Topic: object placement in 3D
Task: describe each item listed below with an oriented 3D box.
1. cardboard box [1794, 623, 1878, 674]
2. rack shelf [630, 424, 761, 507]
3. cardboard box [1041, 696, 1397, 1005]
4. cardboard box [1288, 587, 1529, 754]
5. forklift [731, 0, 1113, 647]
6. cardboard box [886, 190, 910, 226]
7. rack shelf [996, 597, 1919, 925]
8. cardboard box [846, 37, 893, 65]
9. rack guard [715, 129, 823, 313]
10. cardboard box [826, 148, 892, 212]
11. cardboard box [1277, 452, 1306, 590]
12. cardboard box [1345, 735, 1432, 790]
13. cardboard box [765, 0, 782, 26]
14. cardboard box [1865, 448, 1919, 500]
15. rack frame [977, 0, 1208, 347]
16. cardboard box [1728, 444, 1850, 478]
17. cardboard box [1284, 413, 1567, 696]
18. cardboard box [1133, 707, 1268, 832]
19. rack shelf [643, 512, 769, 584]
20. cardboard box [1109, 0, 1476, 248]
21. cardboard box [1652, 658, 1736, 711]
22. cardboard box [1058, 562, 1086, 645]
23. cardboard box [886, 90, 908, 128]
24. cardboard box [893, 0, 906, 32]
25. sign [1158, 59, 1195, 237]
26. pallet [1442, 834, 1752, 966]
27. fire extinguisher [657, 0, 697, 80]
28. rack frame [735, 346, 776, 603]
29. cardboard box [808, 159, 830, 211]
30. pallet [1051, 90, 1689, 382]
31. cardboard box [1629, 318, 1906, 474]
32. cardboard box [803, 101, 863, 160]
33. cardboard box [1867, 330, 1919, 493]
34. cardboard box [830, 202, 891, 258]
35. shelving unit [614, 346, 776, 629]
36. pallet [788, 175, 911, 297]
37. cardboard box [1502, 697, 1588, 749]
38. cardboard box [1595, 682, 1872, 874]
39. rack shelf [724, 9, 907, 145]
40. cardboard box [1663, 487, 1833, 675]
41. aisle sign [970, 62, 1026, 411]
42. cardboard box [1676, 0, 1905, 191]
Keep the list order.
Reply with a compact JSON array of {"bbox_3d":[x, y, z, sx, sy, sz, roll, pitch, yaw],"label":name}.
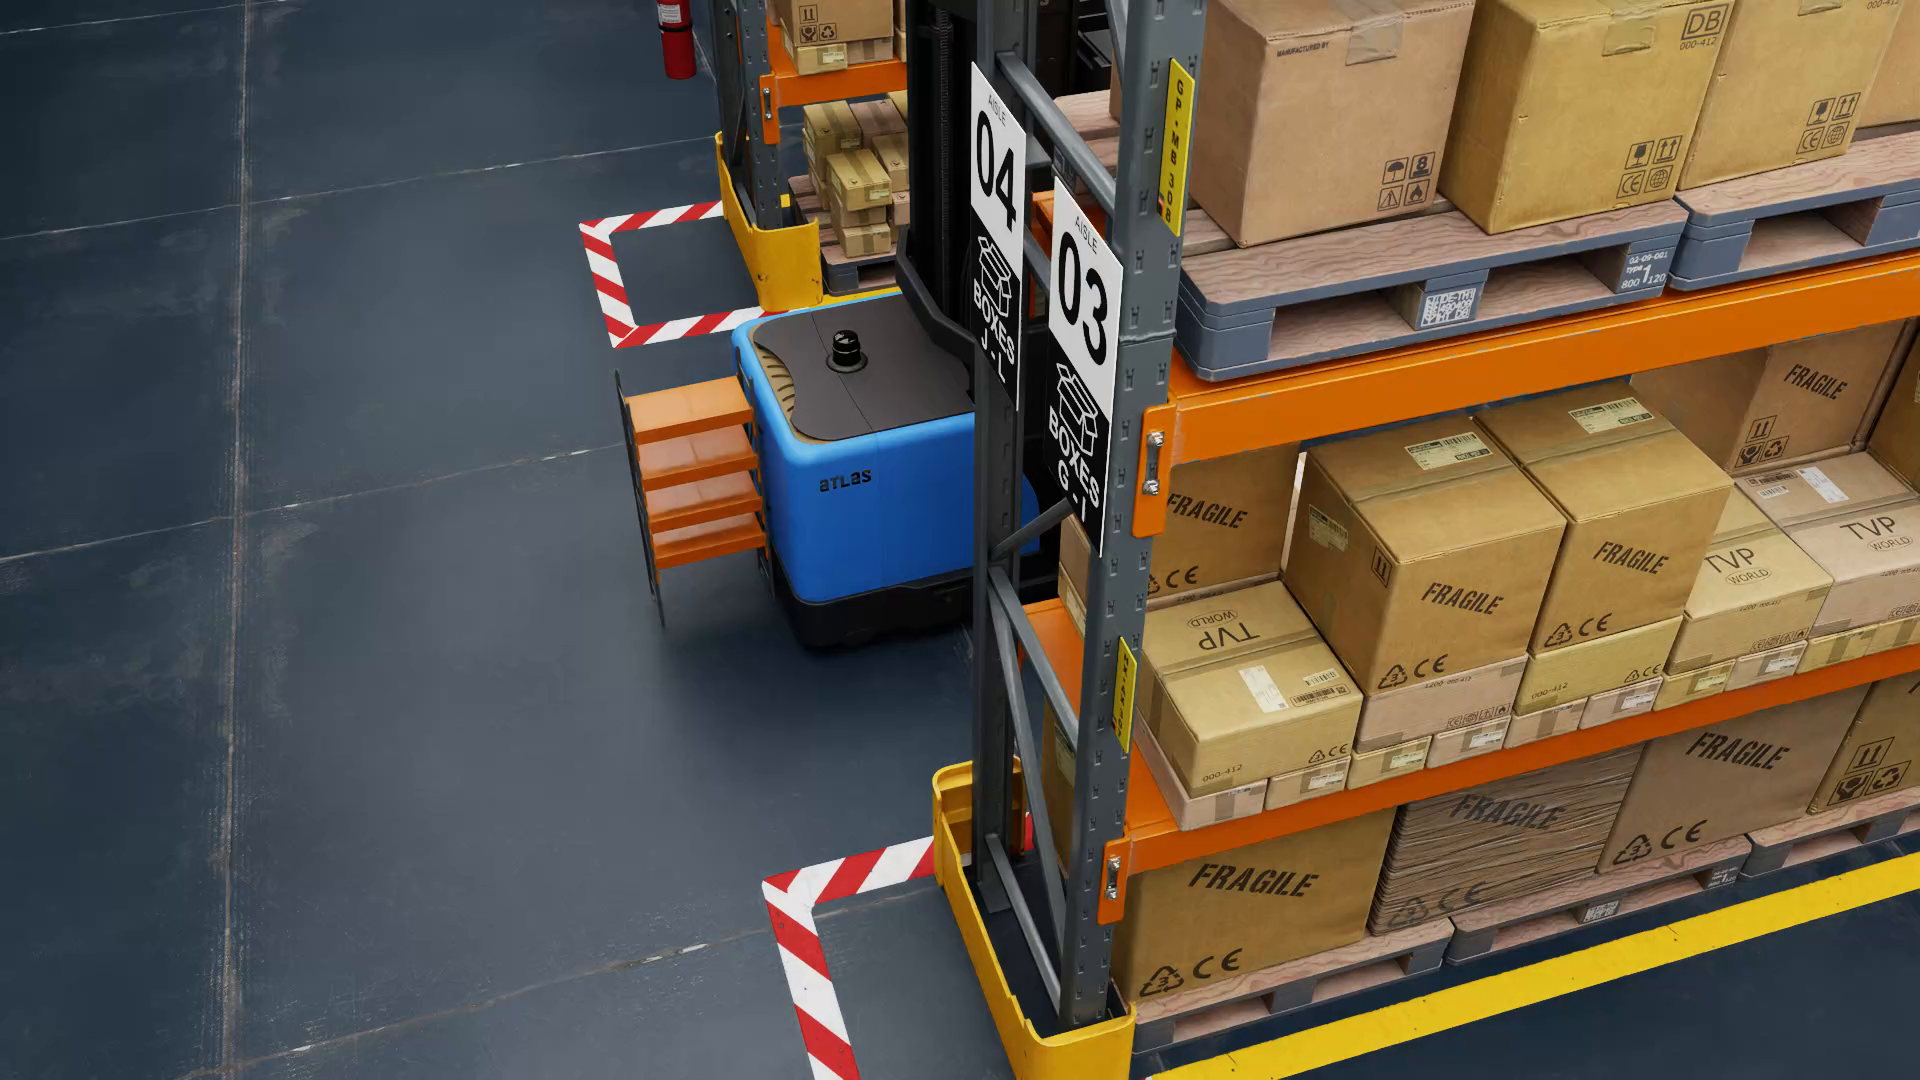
[{"bbox_3d":[2.646,0.221,5.258,0.250,0.149,0.380,-12,43,-14],"label":"cardboard box"},{"bbox_3d":[-1.085,-0.317,6.813,0.480,0.148,0.258,-13,43,-15],"label":"rack shelf"},{"bbox_3d":[0.835,0.862,5.629,0.875,0.875,0.875,-12,42,-13],"label":"cardboard box"},{"bbox_3d":[1.282,0.309,4.854,0.500,0.250,0.500,-12,43,-14],"label":"cardboard box"},{"bbox_3d":[0.593,-1.243,6.794,3.031,2.935,1.130,-13,43,-15],"label":"forklift"},{"bbox_3d":[-0.290,-1.894,9.109,0.250,0.149,0.380,-12,43,-13],"label":"cardboard box"},{"bbox_3d":[2.156,0.272,5.555,4.000,0.370,1.077,-12,42,-13],"label":"rack shelf"},{"bbox_3d":[-0.507,-2.576,8.459,0.250,0.149,0.380,-10,42,-12],"label":"cardboard box"},{"bbox_3d":[-1.072,-1.810,9.291,0.348,0.500,1.175,-12,42,-13],"label":"rack guard"},{"bbox_3d":[-0.543,-1.935,8.930,0.250,0.149,0.380,-14,43,-15],"label":"cardboard box"},{"bbox_3d":[1.115,-0.021,5.232,0.500,0.250,0.500,-12,43,-14],"label":"cardboard box"},{"bbox_3d":[1.175,0.526,4.909,0.250,0.149,0.380,-13,43,-14],"label":"cardboard box"},{"bbox_3d":[-0.919,-2.883,8.811,0.250,0.149,0.380,-12,42,-13],"label":"cardboard box"},{"bbox_3d":[3.229,-0.094,5.315,0.500,0.250,0.500,-10,42,-12],"label":"cardboard box"},{"bbox_3d":[0.249,-1.863,2.892,0.127,3.000,1.000,-12,42,-13],"label":"rack frame"},{"bbox_3d":[2.569,-0.320,5.574,0.500,0.250,0.500,-11,42,-12],"label":"cardboard box"},{"bbox_3d":[1.265,0.034,4.598,0.500,0.500,0.500,-13,43,-14],"label":"cardboard box"},{"bbox_3d":[0.687,0.628,4.792,0.250,0.149,0.380,-11,42,-13],"label":"cardboard box"},{"bbox_3d":[-1.085,0.001,7.090,0.480,0.148,0.258,-13,43,-15],"label":"rack shelf"},{"bbox_3d":[0.729,-1.103,3.831,0.500,0.500,0.700,-14,43,-16],"label":"cardboard box"},{"bbox_3d":[2.153,0.323,5.141,0.250,0.149,0.380,-13,43,-14],"label":"cardboard box"},{"bbox_3d":[0.490,0.214,5.265,0.250,0.149,0.380,-11,42,-12],"label":"cardboard box"},{"bbox_3d":[-0.250,-2.453,9.523,0.250,0.149,0.380,-13,43,-14],"label":"cardboard box"},{"bbox_3d":[-0.131,-2.923,8.363,0.500,0.500,0.500,-12,42,-13],"label":"cardboard box"},{"bbox_3d":[0.410,-0.743,3.165,0.005,0.325,0.100,-12,42,-13],"label":"sign"},{"bbox_3d":[2.150,1.001,6.294,1.213,0.211,1.003,-12,42,-13],"label":"pallet"},{"bbox_3d":[-1.524,-2.806,8.874,0.183,0.674,0.296,-12,42,-13],"label":"fire extinguisher"},{"bbox_3d":[-0.855,-0.253,6.977,0.015,1.200,0.240,-13,43,-15],"label":"rack frame"},{"bbox_3d":[-0.705,-2.055,9.520,0.250,0.149,0.380,-11,42,-12],"label":"cardboard box"},{"bbox_3d":[0.953,-0.853,4.083,1.213,0.211,1.003,-12,42,-13],"label":"pallet"},{"bbox_3d":[2.564,-0.599,5.324,0.500,0.500,0.500,-13,43,-14],"label":"cardboard box"},{"bbox_3d":[-0.716,-2.308,9.357,0.250,0.149,0.380,-11,42,-13],"label":"cardboard box"},{"bbox_3d":[3.227,-0.377,5.069,0.500,0.500,0.500,-11,42,-13],"label":"cardboard box"},{"bbox_3d":[-0.549,-1.723,9.140,0.250,0.149,0.380,-11,42,-12],"label":"cardboard box"},{"bbox_3d":[-1.085,-0.199,6.916,0.503,1.200,0.258,-13,43,-15],"label":"shelving unit"},{"bbox_3d":[-0.287,-1.839,9.544,1.213,0.211,1.003,-12,42,-13],"label":"pallet"},{"bbox_3d":[1.666,0.424,5.025,0.250,0.149,0.380,-12,43,-14],"label":"cardboard box"},{"bbox_3d":[2.552,0.506,6.036,0.875,0.875,0.875,-12,42,-13],"label":"cardboard box"},{"bbox_3d":[0.763,-2.860,9.140,4.000,0.370,1.077,-12,42,-13],"label":"rack shelf"},{"bbox_3d":[2.258,0.105,5.087,0.500,0.250,0.500,-12,43,-14],"label":"cardboard box"},{"bbox_3d":[0.090,-0.756,4.210,0.004,0.787,0.394,-12,42,-13],"label":"aisle sign"},{"bbox_3d":[1.780,-1.271,4.023,0.500,0.500,0.700,-14,43,-16],"label":"cardboard box"}]
